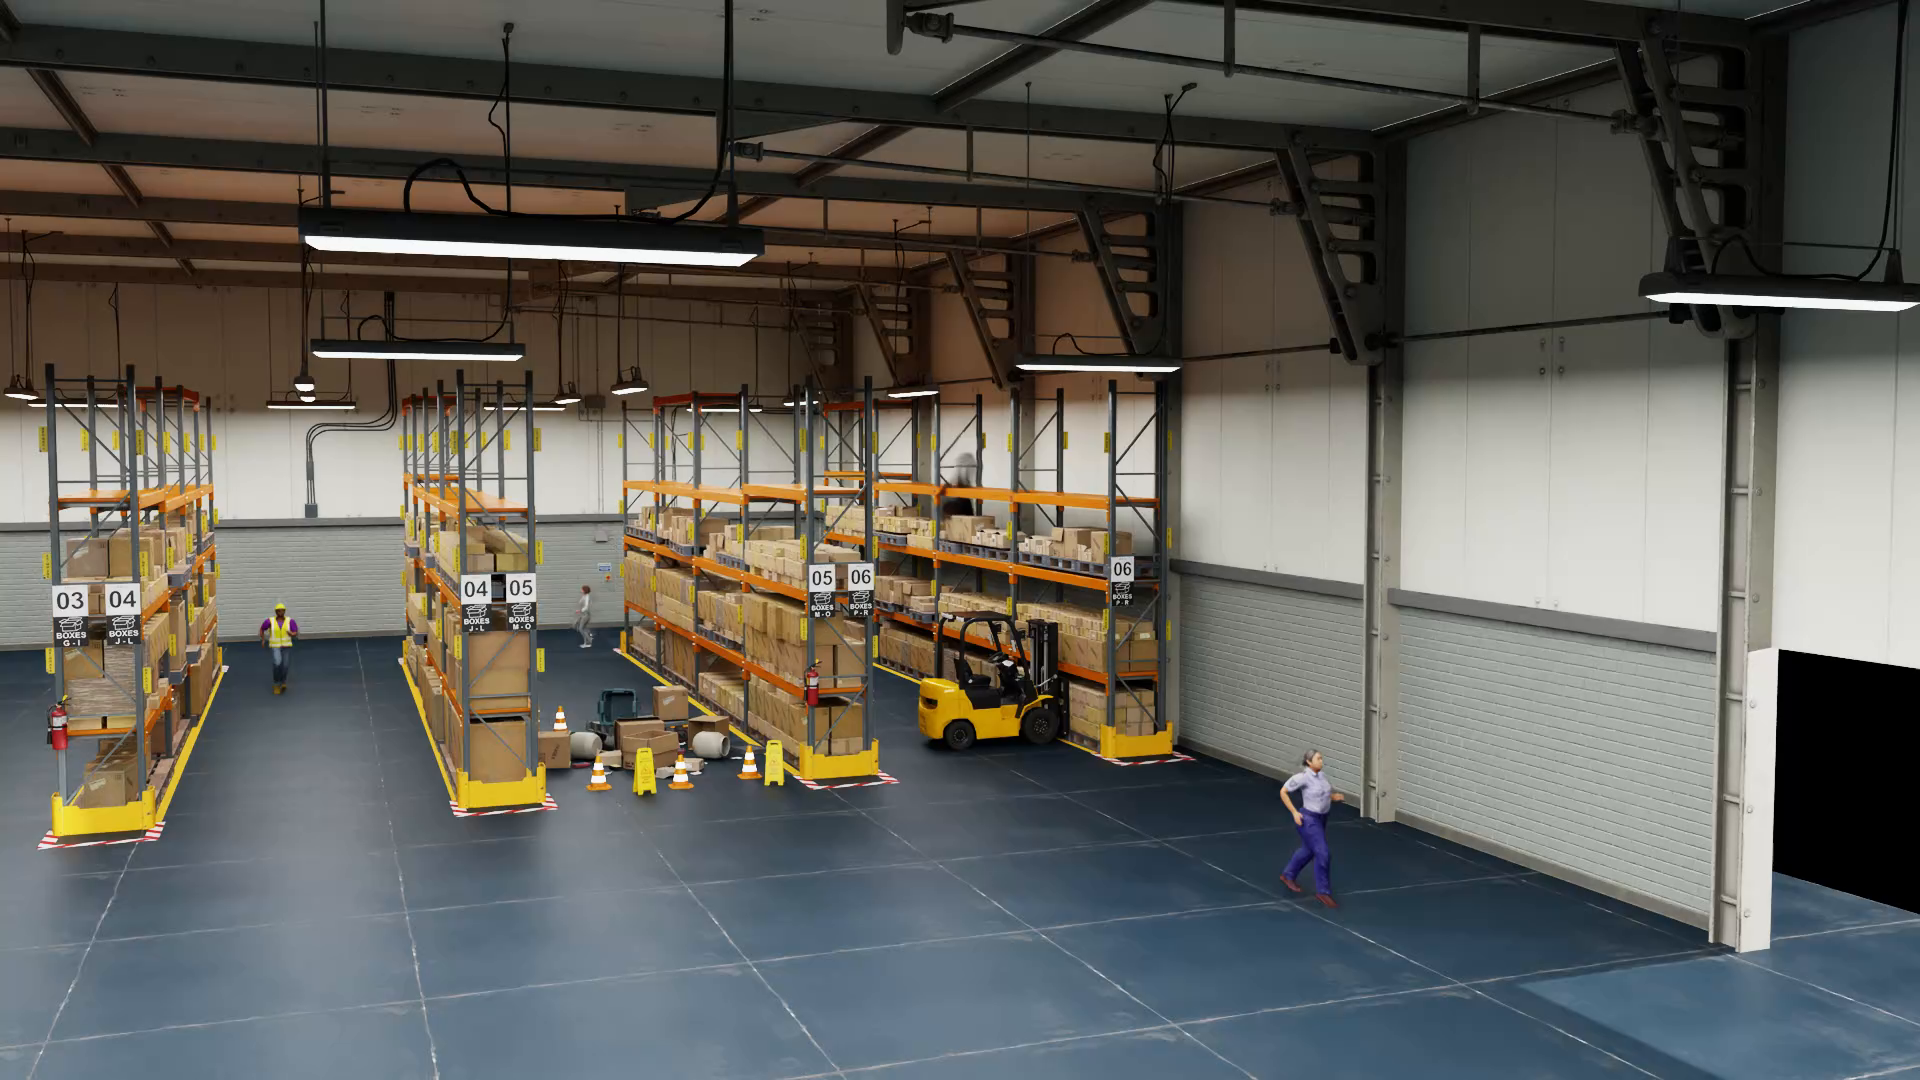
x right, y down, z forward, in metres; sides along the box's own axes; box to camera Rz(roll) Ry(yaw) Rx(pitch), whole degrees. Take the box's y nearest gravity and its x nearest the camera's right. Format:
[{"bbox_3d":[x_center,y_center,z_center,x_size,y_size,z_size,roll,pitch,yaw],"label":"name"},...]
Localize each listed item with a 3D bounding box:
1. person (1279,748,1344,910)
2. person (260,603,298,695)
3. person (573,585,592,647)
[{"bbox_3d":[3.833,3.122,18.111,0.786,1.687,0.587,3,4,37],"label":"person"},{"bbox_3d":[-13.602,2.179,33.287,0.669,1.823,0.751,-2,4,-34],"label":"person"},{"bbox_3d":[-9.187,1.865,40.594,0.493,1.541,0.576,-2,4,-26],"label":"person"}]
